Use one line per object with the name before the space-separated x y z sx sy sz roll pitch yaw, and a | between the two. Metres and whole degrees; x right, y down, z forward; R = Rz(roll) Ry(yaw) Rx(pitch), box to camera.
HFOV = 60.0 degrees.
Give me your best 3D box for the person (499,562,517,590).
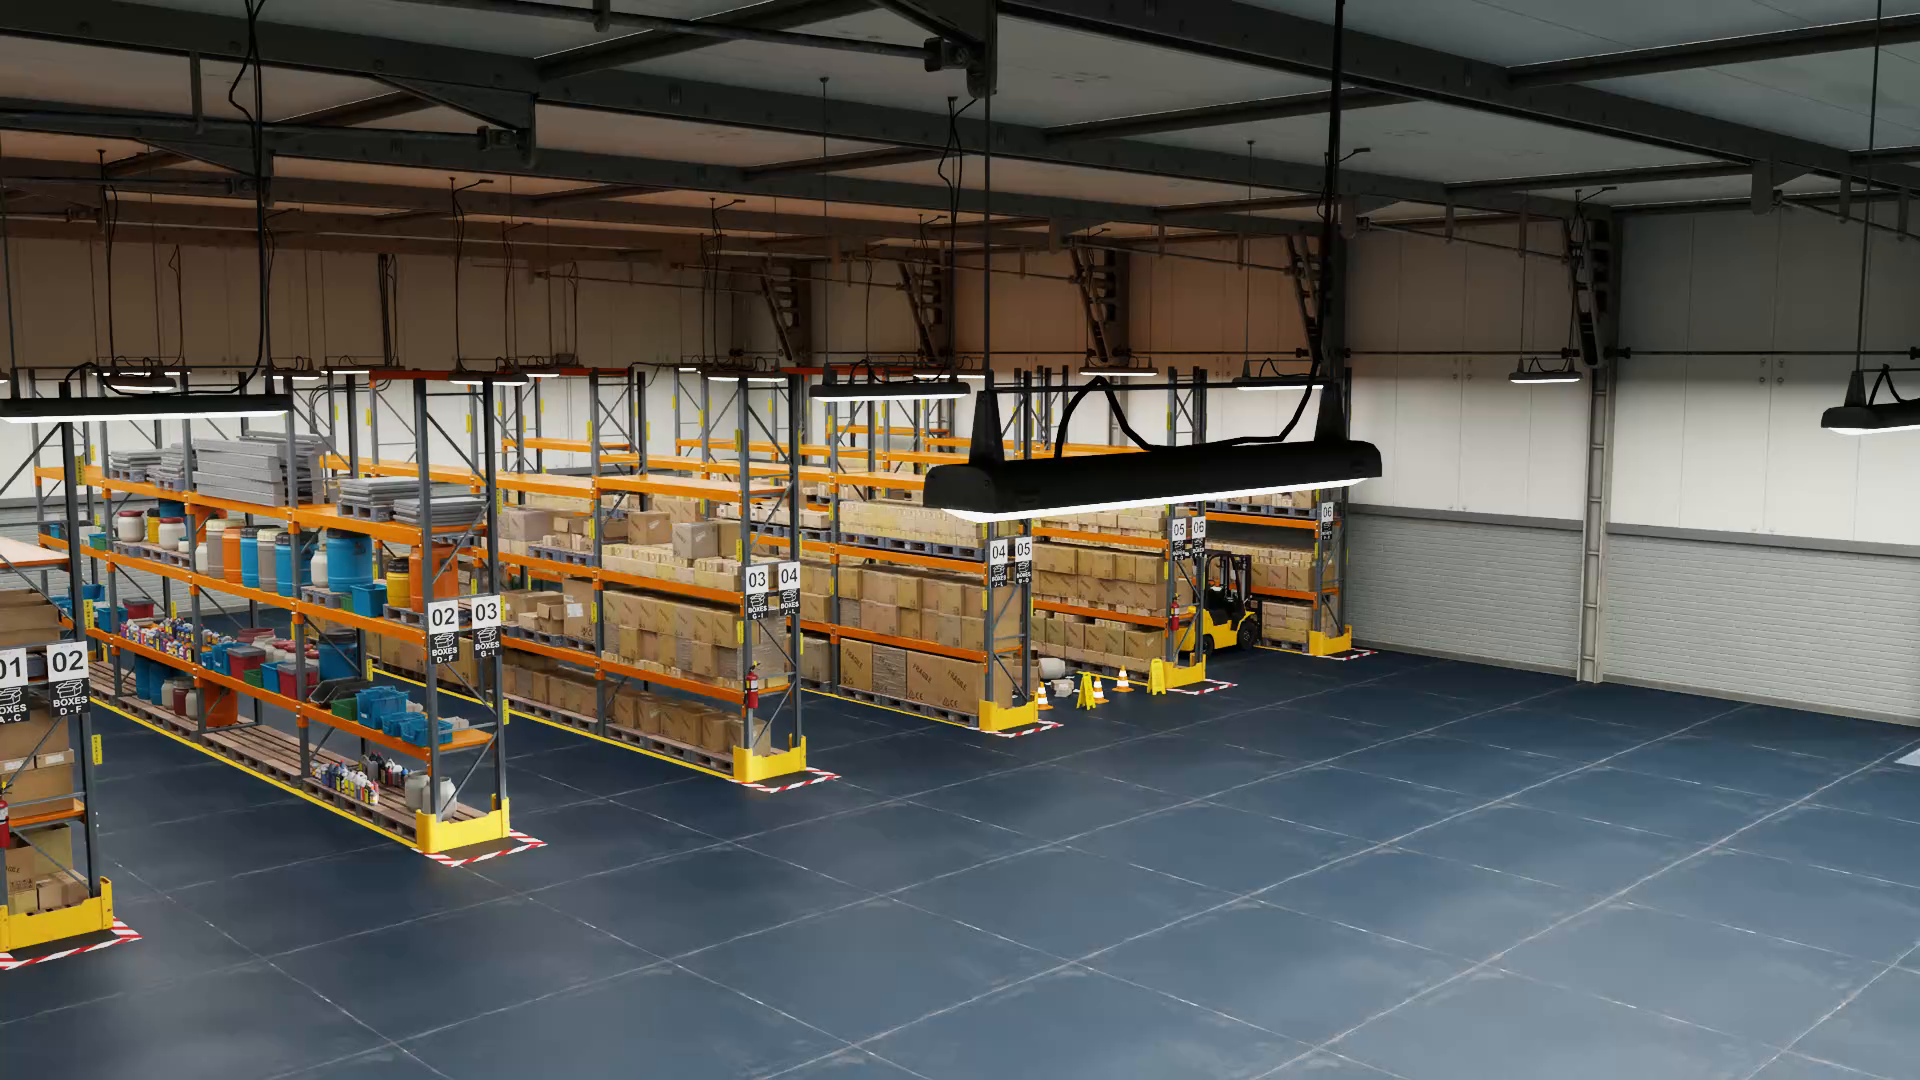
person | -11.148 0.848 40.739 0.889 1.761 0.716 0 6 -3
